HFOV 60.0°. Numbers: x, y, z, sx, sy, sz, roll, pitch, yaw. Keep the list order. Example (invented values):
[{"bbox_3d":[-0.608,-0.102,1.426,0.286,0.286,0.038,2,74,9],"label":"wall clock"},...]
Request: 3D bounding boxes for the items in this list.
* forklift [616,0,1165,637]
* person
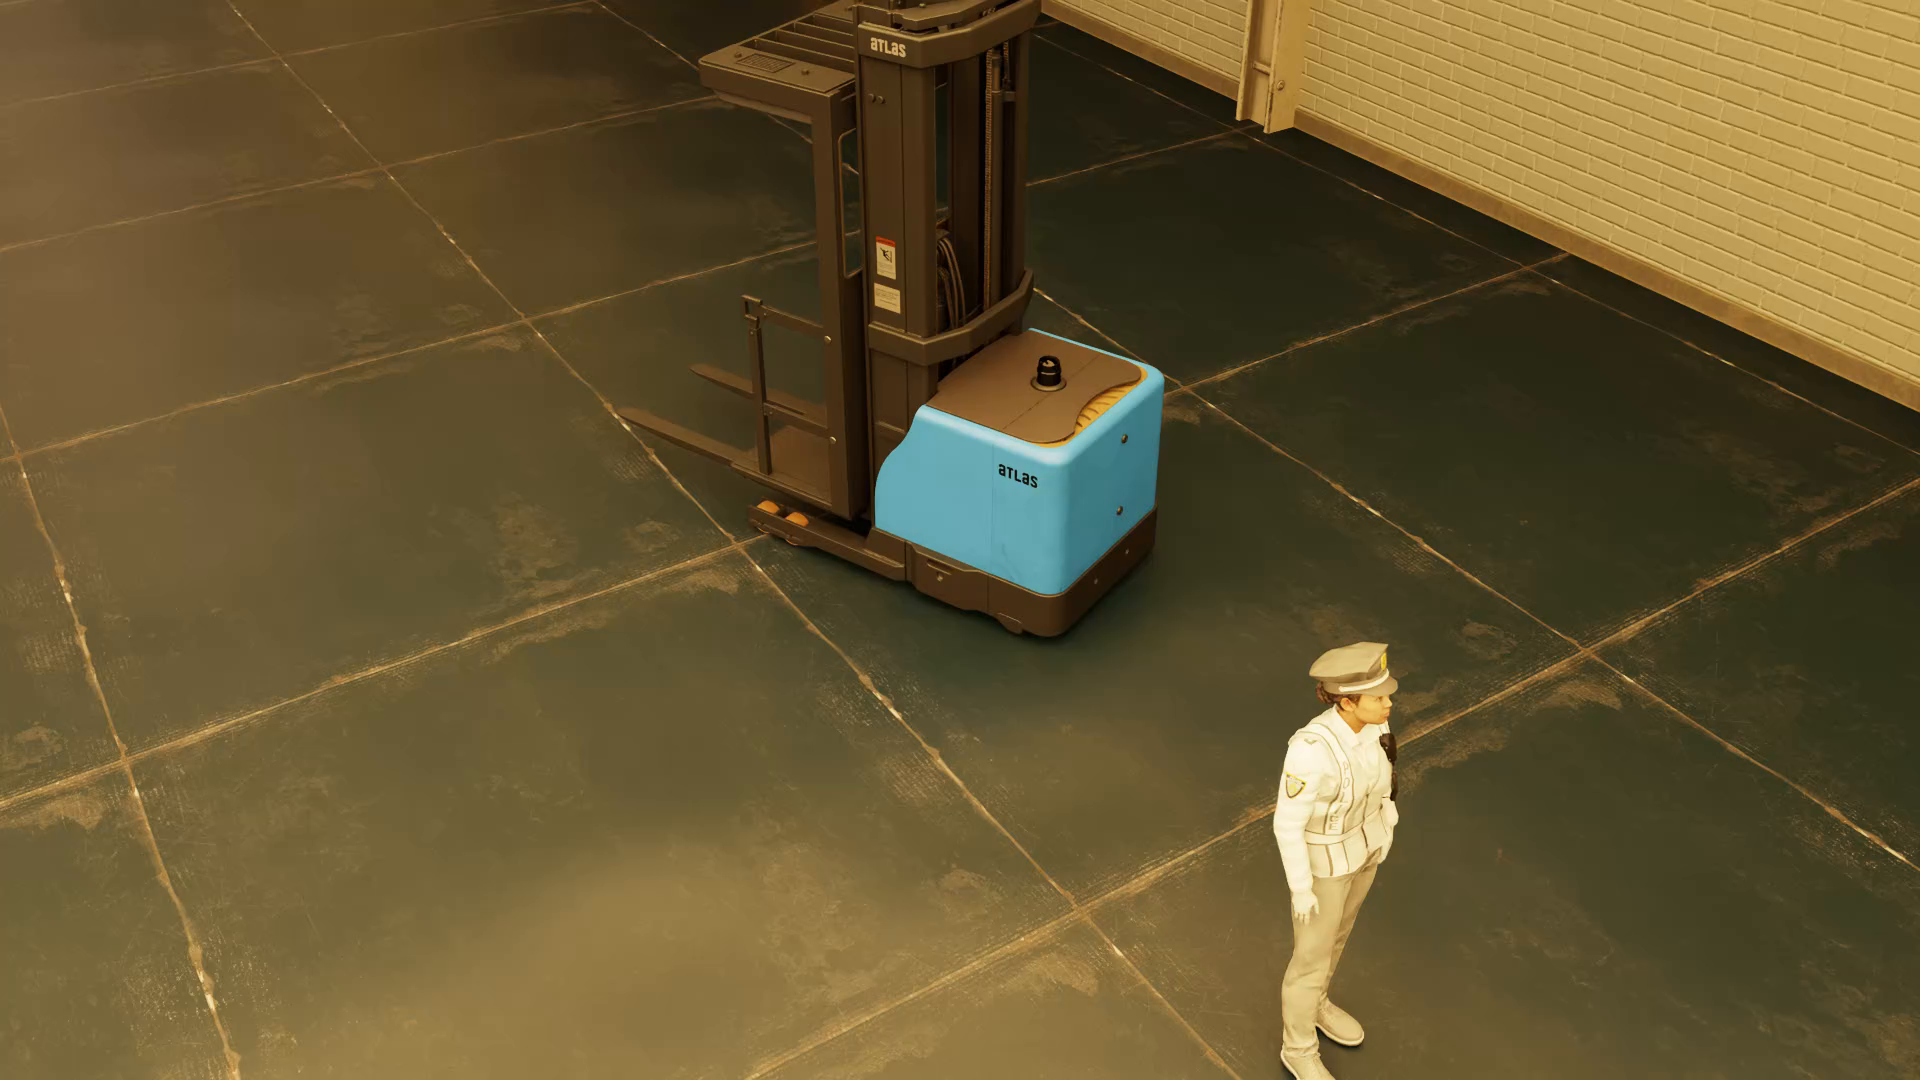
[{"bbox_3d":[-0.500,-1.399,8.138,3.031,2.935,1.130,22,41,28],"label":"forklift"},{"bbox_3d":[1.326,1.097,5.648,0.587,1.695,0.533,-29,44,-35],"label":"person"}]
